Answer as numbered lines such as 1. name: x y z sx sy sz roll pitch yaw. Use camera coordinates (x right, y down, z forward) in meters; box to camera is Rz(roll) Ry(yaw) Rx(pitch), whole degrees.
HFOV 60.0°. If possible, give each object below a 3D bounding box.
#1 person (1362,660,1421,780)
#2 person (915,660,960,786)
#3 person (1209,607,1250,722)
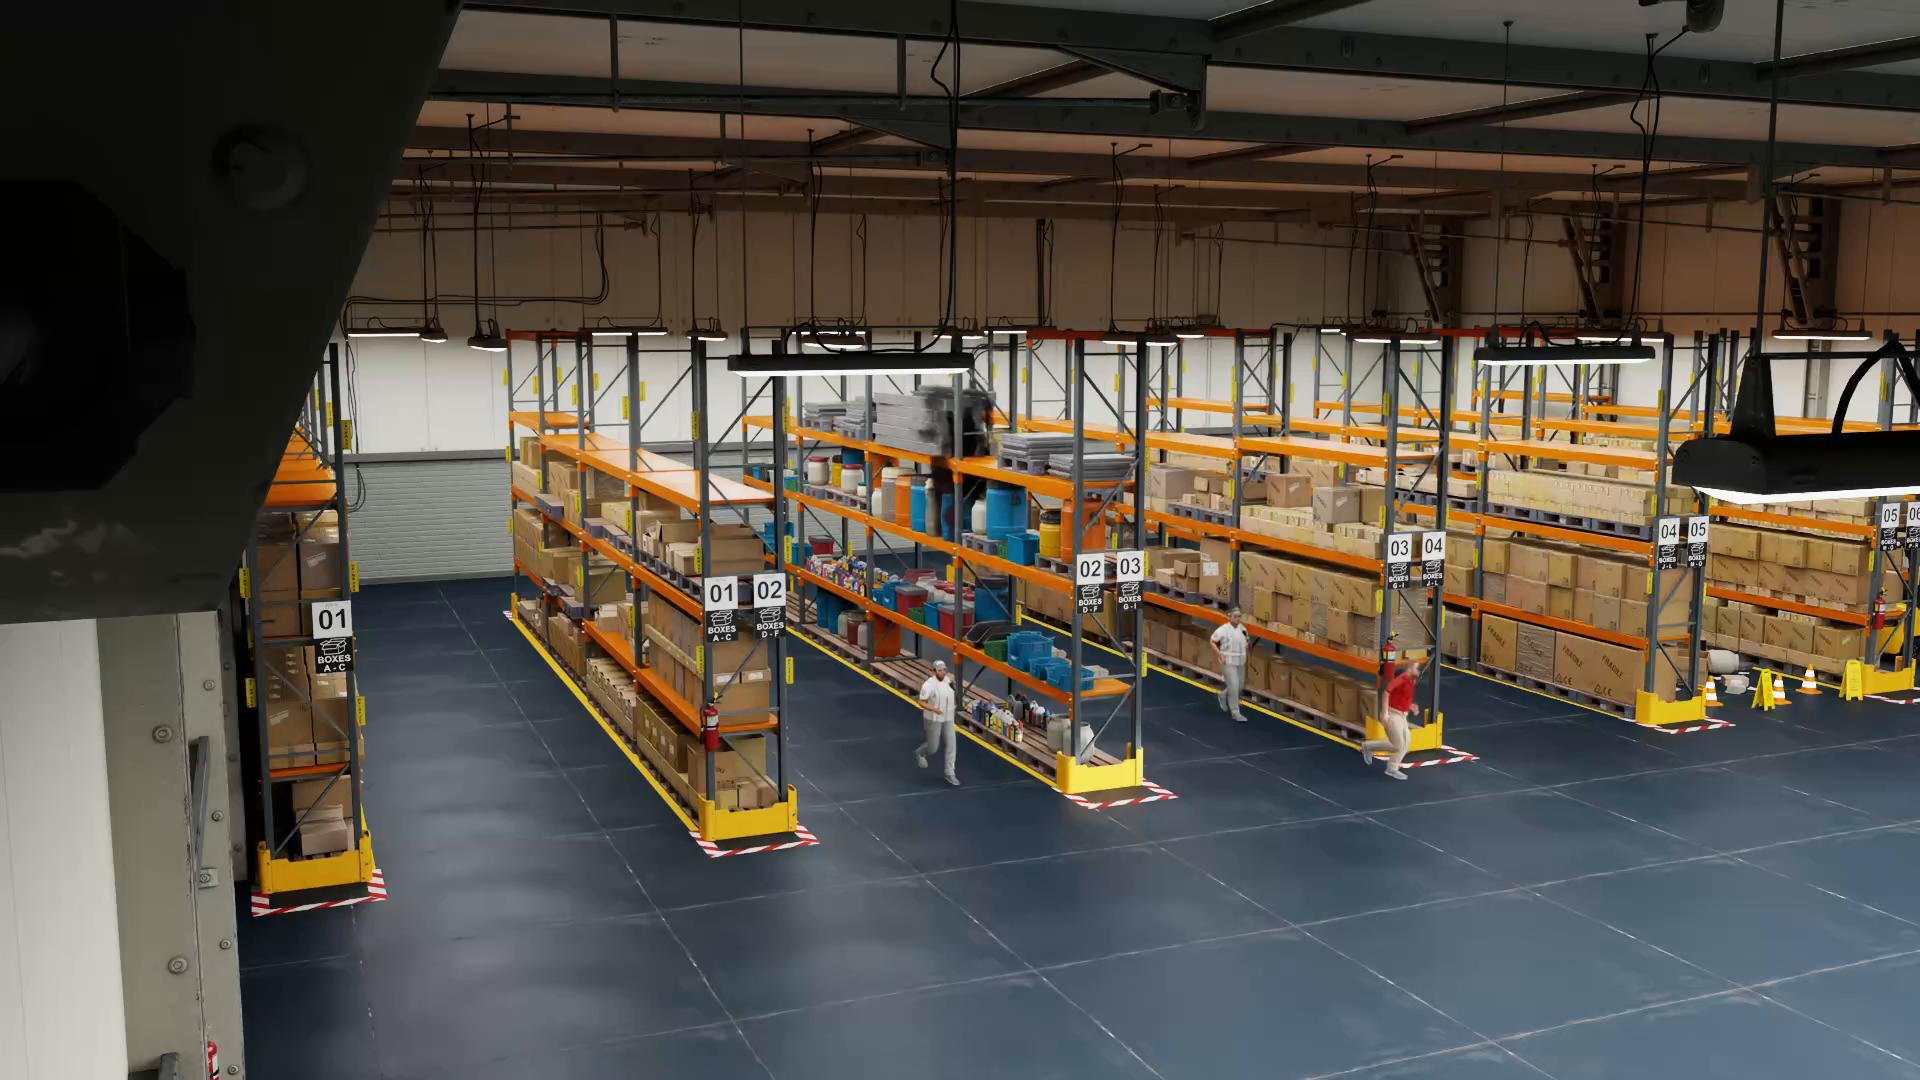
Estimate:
1. person: 5.919 2.431 22.812 0.761 1.659 0.650 4 9 26
2. person: -0.299 2.448 22.627 0.614 1.665 0.900 -5 9 -32
3. person: 4.275 1.914 26.091 0.684 1.761 0.828 -4 9 -29
